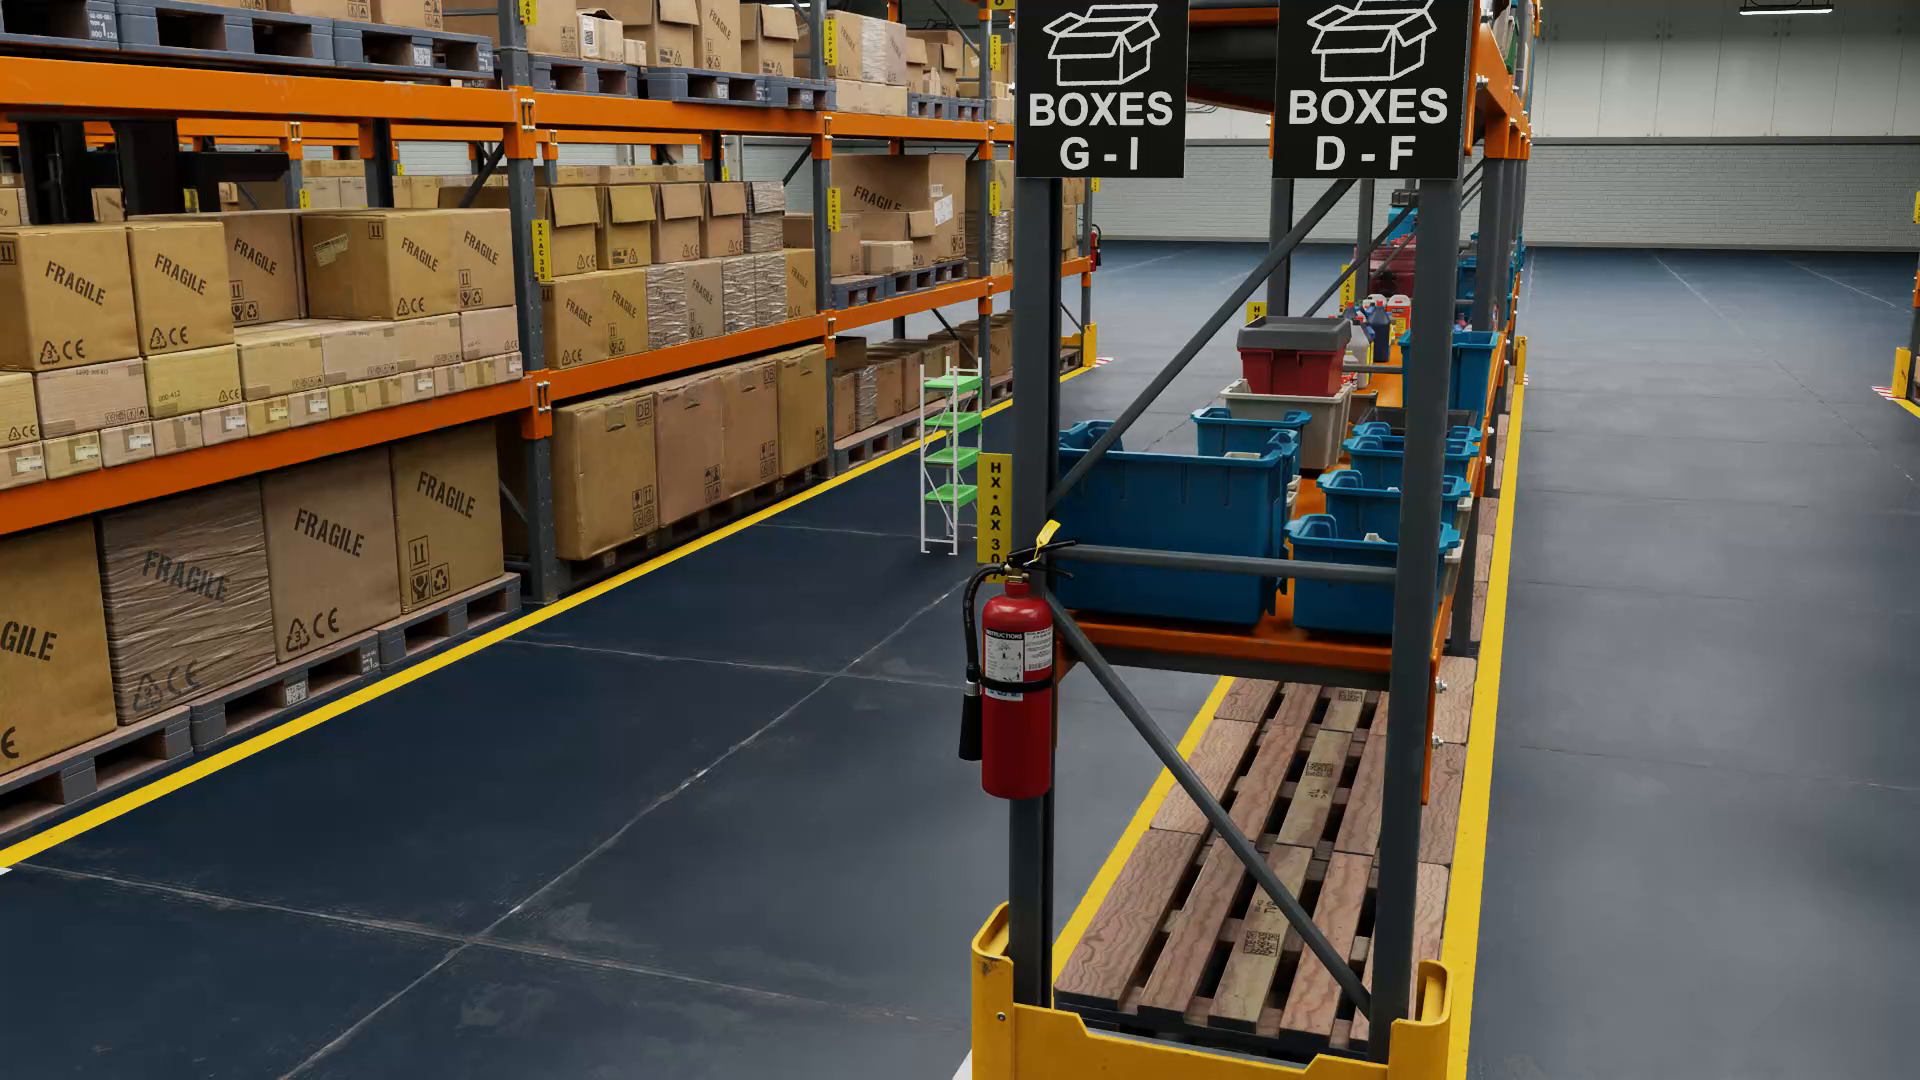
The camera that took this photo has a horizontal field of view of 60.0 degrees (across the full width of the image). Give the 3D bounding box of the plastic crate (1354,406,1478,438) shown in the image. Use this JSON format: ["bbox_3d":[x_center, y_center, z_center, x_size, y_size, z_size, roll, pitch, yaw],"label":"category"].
[{"bbox_3d":[1.803,-0.418,6.564,0.437,0.125,0.590,4,14,18],"label":"plastic crate"}]

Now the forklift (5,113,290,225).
[{"bbox_3d":[-4.866,-1.380,10.448,1.130,2.935,3.031,4,14,18],"label":"forklift"}]

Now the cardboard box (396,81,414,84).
[{"bbox_3d":[-5.371,-4.378,15.720,0.500,0.311,0.500,4,13,17],"label":"cardboard box"}]

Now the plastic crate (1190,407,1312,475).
[{"bbox_3d":[1.038,-0.335,5.954,0.416,0.233,0.300,4,14,18],"label":"plastic crate"}]

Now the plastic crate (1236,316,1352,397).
[{"bbox_3d":[1.385,-0.669,6.899,0.402,0.464,0.583,4,14,18],"label":"plastic crate"}]

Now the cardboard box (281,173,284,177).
[{"bbox_3d":[-8.843,-4.501,20.826,0.700,0.500,0.500,4,13,17],"label":"cardboard box"}]

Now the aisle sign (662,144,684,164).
[{"bbox_3d":[-3.815,-5.344,21.818,0.394,0.787,0.004,4,14,18],"label":"aisle sign"}]

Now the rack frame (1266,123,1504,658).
[{"bbox_3d":[1.911,-0.778,7.657,1.000,3.000,0.127,4,14,18],"label":"rack frame"}]

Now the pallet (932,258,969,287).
[{"bbox_3d":[-0.572,-2.575,15.961,1.003,0.211,1.213,4,14,18],"label":"pallet"}]

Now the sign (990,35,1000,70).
[{"bbox_3d":[0.339,-4.687,15.992,0.100,0.325,0.005,4,14,18],"label":"sign"}]

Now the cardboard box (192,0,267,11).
[{"bbox_3d":[-3.454,-2.518,7.144,0.700,0.500,0.500,5,14,21],"label":"cardboard box"}]

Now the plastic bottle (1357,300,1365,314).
[{"bbox_3d":[2.523,-1.373,10.527,0.061,0.283,0.133,4,14,18],"label":"plastic bottle"}]

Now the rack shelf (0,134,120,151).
[{"bbox_3d":[-10.211,-4.223,17.627,1.077,0.370,4.000,4,14,18],"label":"rack shelf"}]

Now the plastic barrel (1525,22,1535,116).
[{"bbox_3d":[4.540,-4.047,14.110,0.600,0.901,0.708,4,14,18],"label":"plastic barrel"}]

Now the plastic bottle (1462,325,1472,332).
[{"bbox_3d":[2.796,-1.032,9.046,0.152,0.276,0.135,4,14,18],"label":"plastic bottle"}]

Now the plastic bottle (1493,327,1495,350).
[{"bbox_3d":[3.254,-1.275,10.278,0.097,0.201,0.097,0,13,0],"label":"plastic bottle"}]

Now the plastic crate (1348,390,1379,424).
[{"bbox_3d":[1.625,-0.591,7.295,0.396,0.136,0.243,4,14,18],"label":"plastic crate"}]

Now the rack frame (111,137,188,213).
[{"bbox_3d":[-9.564,-3.533,19.725,1.000,3.000,0.127,4,14,18],"label":"rack frame"}]

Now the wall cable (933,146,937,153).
[{"bbox_3d":[-2.135,-12.902,54.273,3.097,2.526,0.112,4,14,18],"label":"wall cable"}]

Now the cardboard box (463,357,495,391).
[{"bbox_3d":[-2.648,-0.870,8.625,0.380,0.149,0.250,5,14,19],"label":"cardboard box"}]

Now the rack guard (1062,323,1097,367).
[{"bbox_3d":[1.082,-2.427,20.497,1.175,0.500,0.348,4,14,18],"label":"rack guard"}]

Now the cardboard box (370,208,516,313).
[{"bbox_3d":[-2.671,-1.456,8.611,0.500,0.500,0.500,5,14,20],"label":"cardboard box"}]

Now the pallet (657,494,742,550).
[{"bbox_3d":[-2.204,-0.201,11.394,1.003,0.211,1.213,4,14,18],"label":"pallet"}]

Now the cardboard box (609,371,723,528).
[{"bbox_3d":[-2.299,-0.628,10.830,1.225,0.875,0.875,4,13,16],"label":"cardboard box"}]

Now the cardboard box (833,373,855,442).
[{"bbox_3d":[-1.284,-1.115,13.763,0.700,0.500,0.500,4,13,15],"label":"cardboard box"}]

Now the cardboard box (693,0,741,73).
[{"bbox_3d":[-1.807,-3.371,11.108,0.500,0.500,0.500,5,14,21],"label":"cardboard box"}]

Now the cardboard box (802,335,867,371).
[{"bbox_3d":[-1.131,-1.594,14.175,0.500,0.250,0.500,6,14,25],"label":"cardboard box"}]

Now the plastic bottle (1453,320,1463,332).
[{"bbox_3d":[2.786,-1.103,9.370,0.097,0.271,0.097,0,13,0],"label":"plastic bottle"}]

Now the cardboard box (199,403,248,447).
[{"bbox_3d":[-3.229,-0.492,6.968,0.380,0.149,0.250,4,14,18],"label":"cardboard box"}]

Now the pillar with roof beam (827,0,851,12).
[{"bbox_3d":[-0.266,-13.581,50.269,9.100,9.000,0.548,4,14,18],"label":"pillar with roof beam"}]

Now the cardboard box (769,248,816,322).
[{"bbox_3d":[-1.407,-1.904,12.365,0.500,0.500,0.500,5,14,20],"label":"cardboard box"}]

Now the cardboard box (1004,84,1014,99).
[{"bbox_3d":[0.339,-4.566,16.952,0.380,0.149,0.250,4,14,19],"label":"cardboard box"}]

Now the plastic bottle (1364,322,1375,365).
[{"bbox_3d":[2.256,-1.077,9.255,0.097,0.271,0.097,0,13,0],"label":"plastic bottle"}]

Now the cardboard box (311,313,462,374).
[{"bbox_3d":[-2.835,-0.986,8.235,0.500,0.250,0.500,5,14,20],"label":"cardboard box"}]

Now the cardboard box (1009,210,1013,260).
[{"bbox_3d":[0.212,-3.206,17.401,0.875,0.500,0.500,4,14,18],"label":"cardboard box"}]

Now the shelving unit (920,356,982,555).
[{"bbox_3d":[-0.054,-0.550,10.702,0.258,1.200,0.503,4,14,18],"label":"shelving unit"}]

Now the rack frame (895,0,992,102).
[{"bbox_3d":[-0.187,-5.744,15.932,1.000,3.000,0.127,4,14,18],"label":"rack frame"}]

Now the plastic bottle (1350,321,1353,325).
[{"bbox_3d":[2.132,-1.084,9.277,0.152,0.276,0.135,4,14,18],"label":"plastic bottle"}]

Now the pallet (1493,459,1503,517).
[{"bbox_3d":[3.492,-0.421,12.360,1.003,0.211,1.213,4,14,18],"label":"pallet"}]

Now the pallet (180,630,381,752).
[{"bbox_3d":[-3.489,0.637,7.724,1.003,0.211,1.213,4,14,18],"label":"pallet"}]

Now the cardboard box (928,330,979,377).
[{"bbox_3d":[-0.020,-1.887,17.187,0.500,0.500,0.500,4,13,17],"label":"cardboard box"}]

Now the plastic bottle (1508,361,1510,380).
[{"bbox_3d":[5.593,-1.751,17.034,0.061,0.283,0.133,5,14,20],"label":"plastic bottle"}]

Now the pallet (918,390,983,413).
[{"bbox_3d":[-0.438,-1.296,16.191,1.003,0.211,1.213,4,14,18],"label":"pallet"}]

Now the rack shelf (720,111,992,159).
[{"bbox_3d":[-0.834,-3.510,14.501,1.077,0.370,4.000,4,14,18],"label":"rack shelf"}]

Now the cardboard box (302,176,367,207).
[{"bbox_3d":[-5.825,-3.092,15.323,0.700,0.500,0.500,4,13,18],"label":"cardboard box"}]

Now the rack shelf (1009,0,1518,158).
[{"bbox_3d":[1.264,-1.469,5.558,1.077,0.370,4.000,4,14,18],"label":"rack shelf"}]

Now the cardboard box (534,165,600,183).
[{"bbox_3d":[-4.628,-3.997,18.994,0.875,0.550,0.550,4,14,18],"label":"cardboard box"}]

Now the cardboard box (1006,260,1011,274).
[{"bbox_3d":[0.315,-2.827,17.197,0.380,0.149,0.250,4,14,18],"label":"cardboard box"}]

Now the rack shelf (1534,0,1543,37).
[{"bbox_3d":[5.146,-5.263,16.339,1.077,0.370,4.000,4,14,18],"label":"rack shelf"}]

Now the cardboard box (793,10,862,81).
[{"bbox_3d":[-1.086,-3.812,12.861,0.500,0.500,0.500,4,14,19],"label":"cardboard box"}]

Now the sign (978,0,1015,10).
[{"bbox_3d":[0.091,-1.384,3.803,0.100,0.325,0.005,4,14,18],"label":"sign"}]

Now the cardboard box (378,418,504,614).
[{"bbox_3d":[-3.065,-0.171,8.825,0.875,0.875,0.875,4,14,18],"label":"cardboard box"}]

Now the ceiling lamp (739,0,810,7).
[{"bbox_3d":[-4.043,-13.663,37.510,2.000,3.185,0.800,4,14,18],"label":"ceiling lamp"}]
